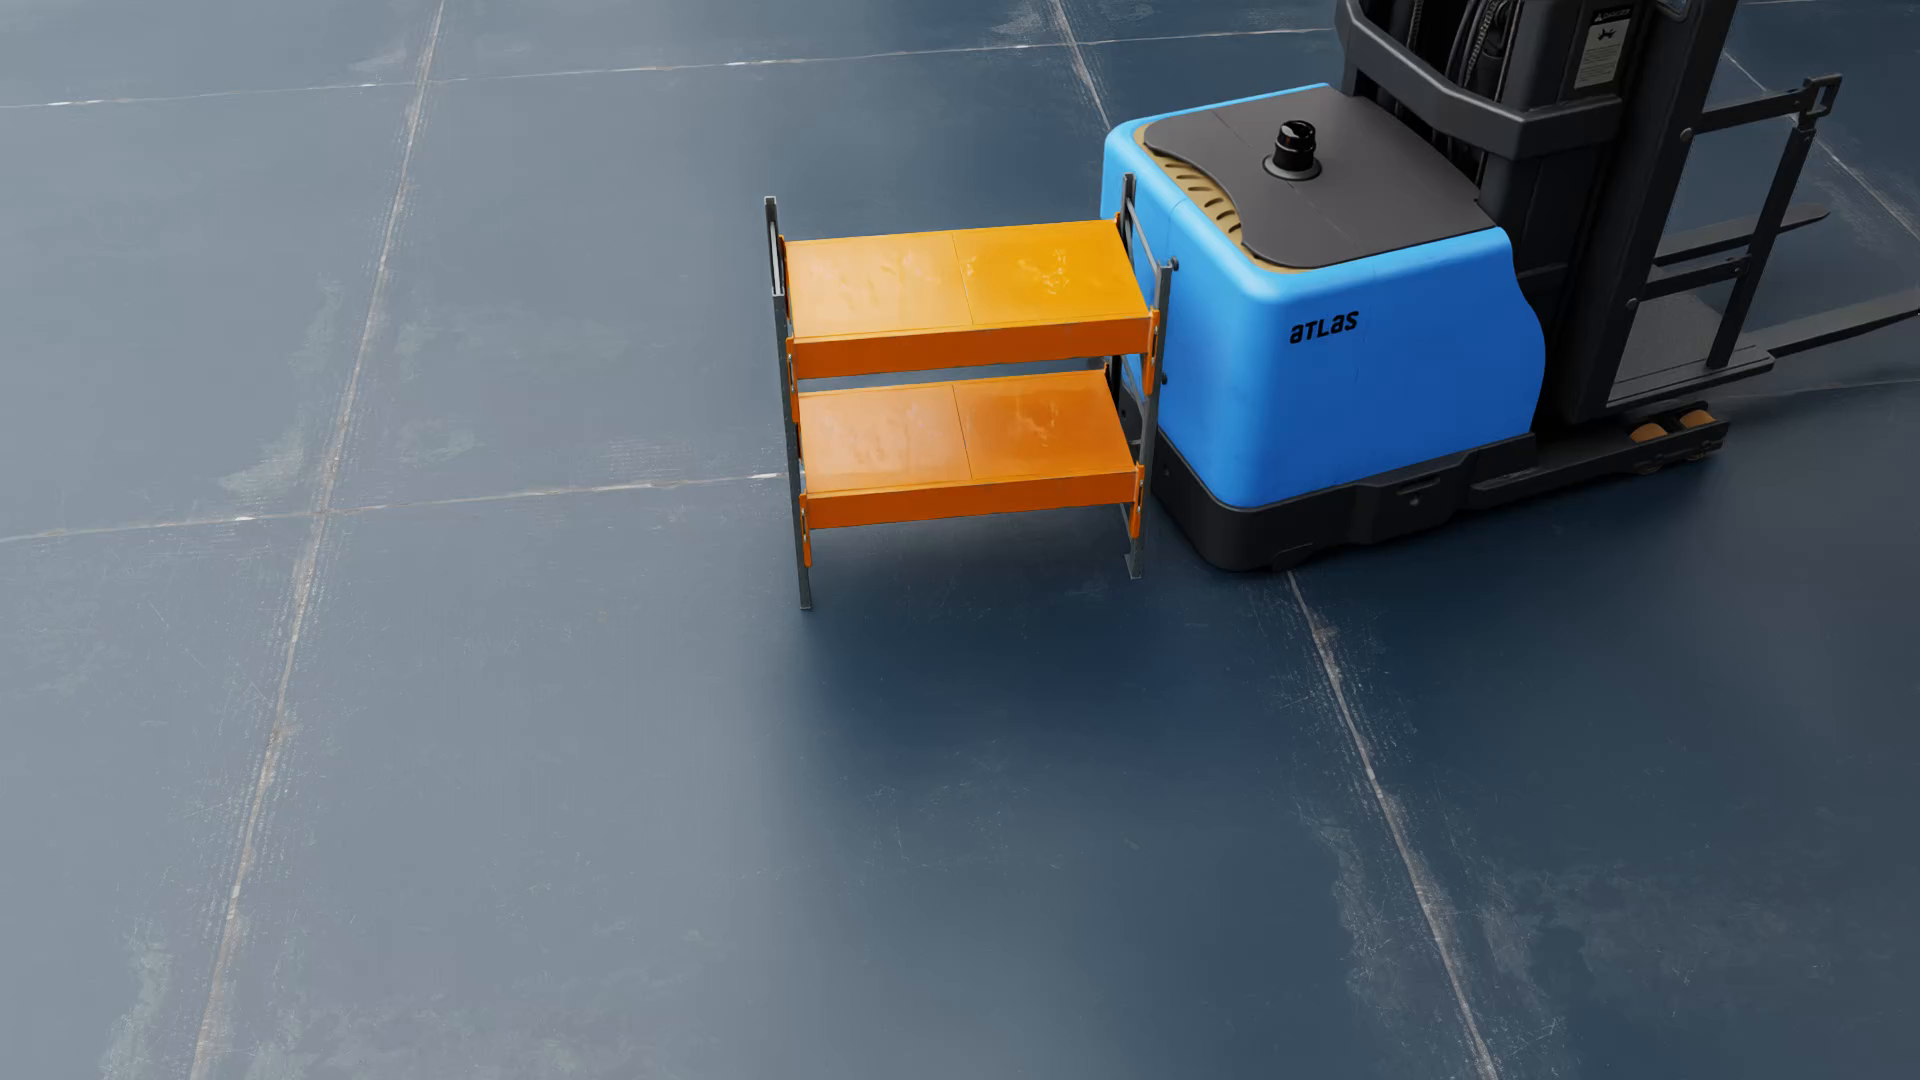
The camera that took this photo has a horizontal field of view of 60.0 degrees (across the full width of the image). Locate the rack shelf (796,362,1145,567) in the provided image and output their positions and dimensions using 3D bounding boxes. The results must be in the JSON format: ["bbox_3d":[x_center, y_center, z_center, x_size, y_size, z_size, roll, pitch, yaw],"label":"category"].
[{"bbox_3d":[0.007,-0.237,5.038,1.000,0.278,0.538,-5,42,-6],"label":"rack shelf"}]

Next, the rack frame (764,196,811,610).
[{"bbox_3d":[-0.497,-0.374,4.825,0.032,1.125,0.500,-5,42,-6],"label":"rack frame"}]

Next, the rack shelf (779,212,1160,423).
[{"bbox_3d":[0.007,-0.636,4.678,1.000,0.278,0.538,-5,42,-6],"label":"rack shelf"}]

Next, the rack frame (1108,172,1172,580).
[{"bbox_3d":[0.511,-0.462,4.923,0.032,1.125,0.500,-5,42,-6],"label":"rack frame"}]

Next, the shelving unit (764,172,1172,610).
[{"bbox_3d":[0.007,-0.418,4.874,1.048,1.125,0.538,-5,42,-6],"label":"shelving unit"}]

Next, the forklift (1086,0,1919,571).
[{"bbox_3d":[1.995,-1.620,4.858,3.031,2.935,1.130,-15,44,-16],"label":"forklift"}]
